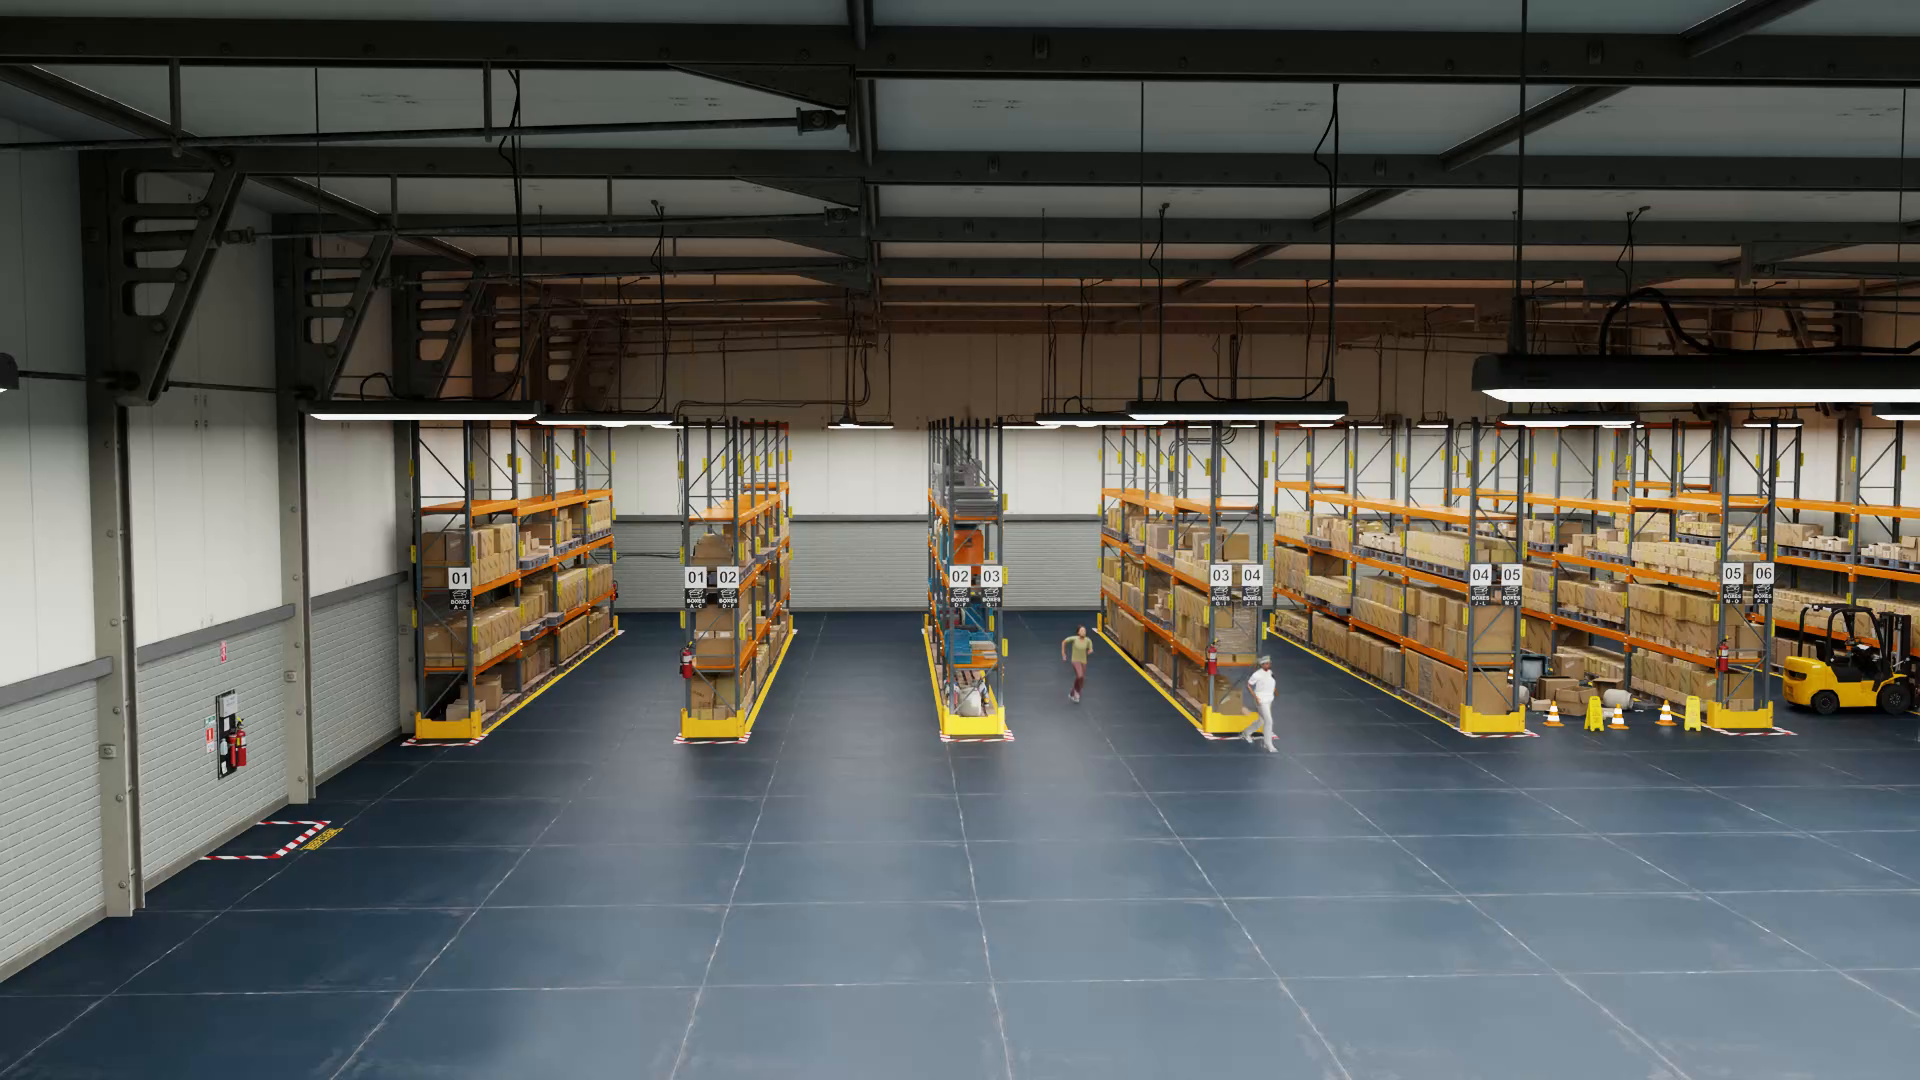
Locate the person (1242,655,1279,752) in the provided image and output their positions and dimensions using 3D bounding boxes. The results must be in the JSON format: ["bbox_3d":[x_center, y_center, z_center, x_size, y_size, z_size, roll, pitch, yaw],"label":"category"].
[{"bbox_3d":[5.419,2.922,29.968,0.813,1.737,0.573,4,5,44],"label":"person"}]

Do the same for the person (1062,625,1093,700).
[{"bbox_3d":[2.510,2.601,35.118,0.613,1.616,0.718,-1,4,-18],"label":"person"}]
